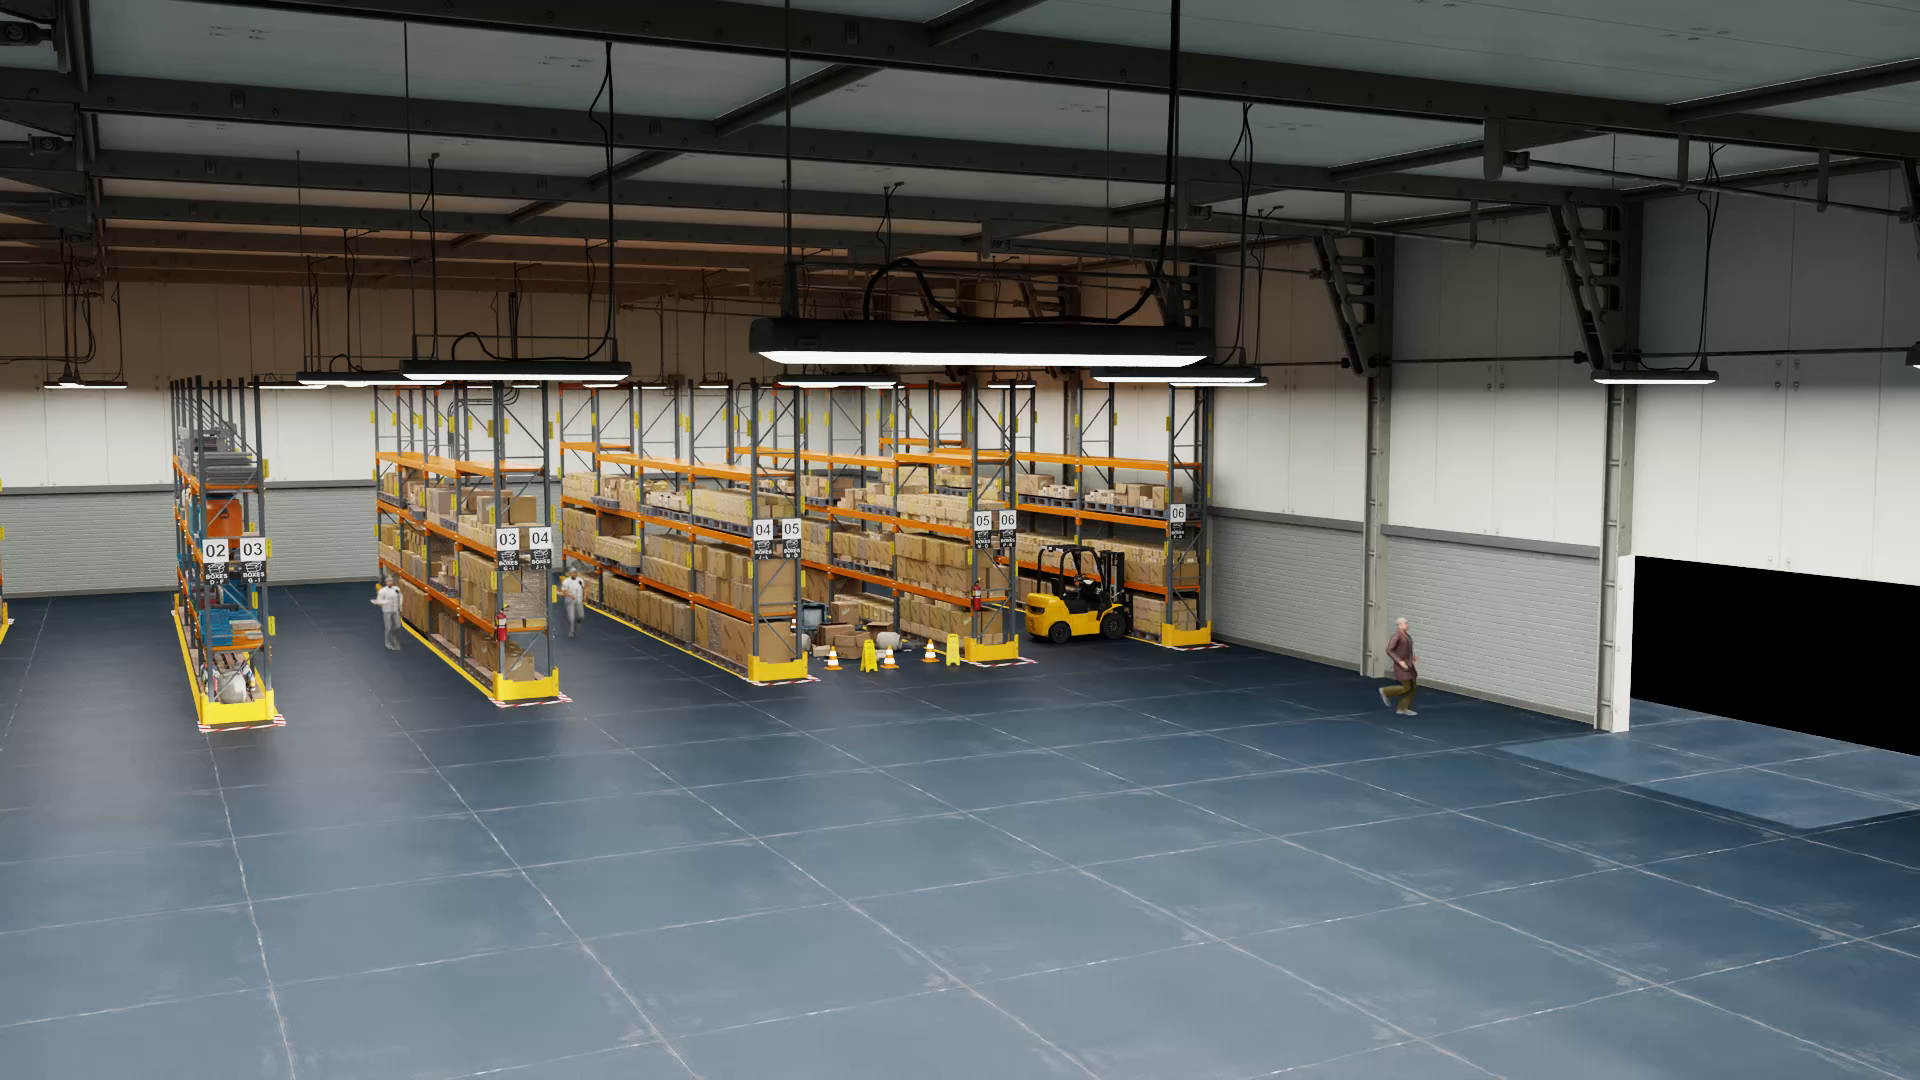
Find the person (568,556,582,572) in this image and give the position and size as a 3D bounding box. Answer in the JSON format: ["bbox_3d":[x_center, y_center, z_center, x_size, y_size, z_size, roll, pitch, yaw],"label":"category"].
[{"bbox_3d":[-11.140,0.588,48.531,0.769,1.631,0.600,-3,6,-33],"label":"person"}]

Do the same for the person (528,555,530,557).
[{"bbox_3d":[-11.588,0.880,45.077,0.362,1.716,0.528,-2,5,-22],"label":"person"}]

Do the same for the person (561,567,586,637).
[{"bbox_3d":[-8.985,1.451,38.848,0.632,1.628,0.594,-3,6,-30],"label":"person"}]

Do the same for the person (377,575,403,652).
[{"bbox_3d":[-12.579,1.621,36.779,0.590,1.740,0.726,-3,6,-31],"label":"person"}]

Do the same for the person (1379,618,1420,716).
[{"bbox_3d":[7.820,2.239,29.539,0.674,1.732,0.709,4,7,39],"label":"person"}]
